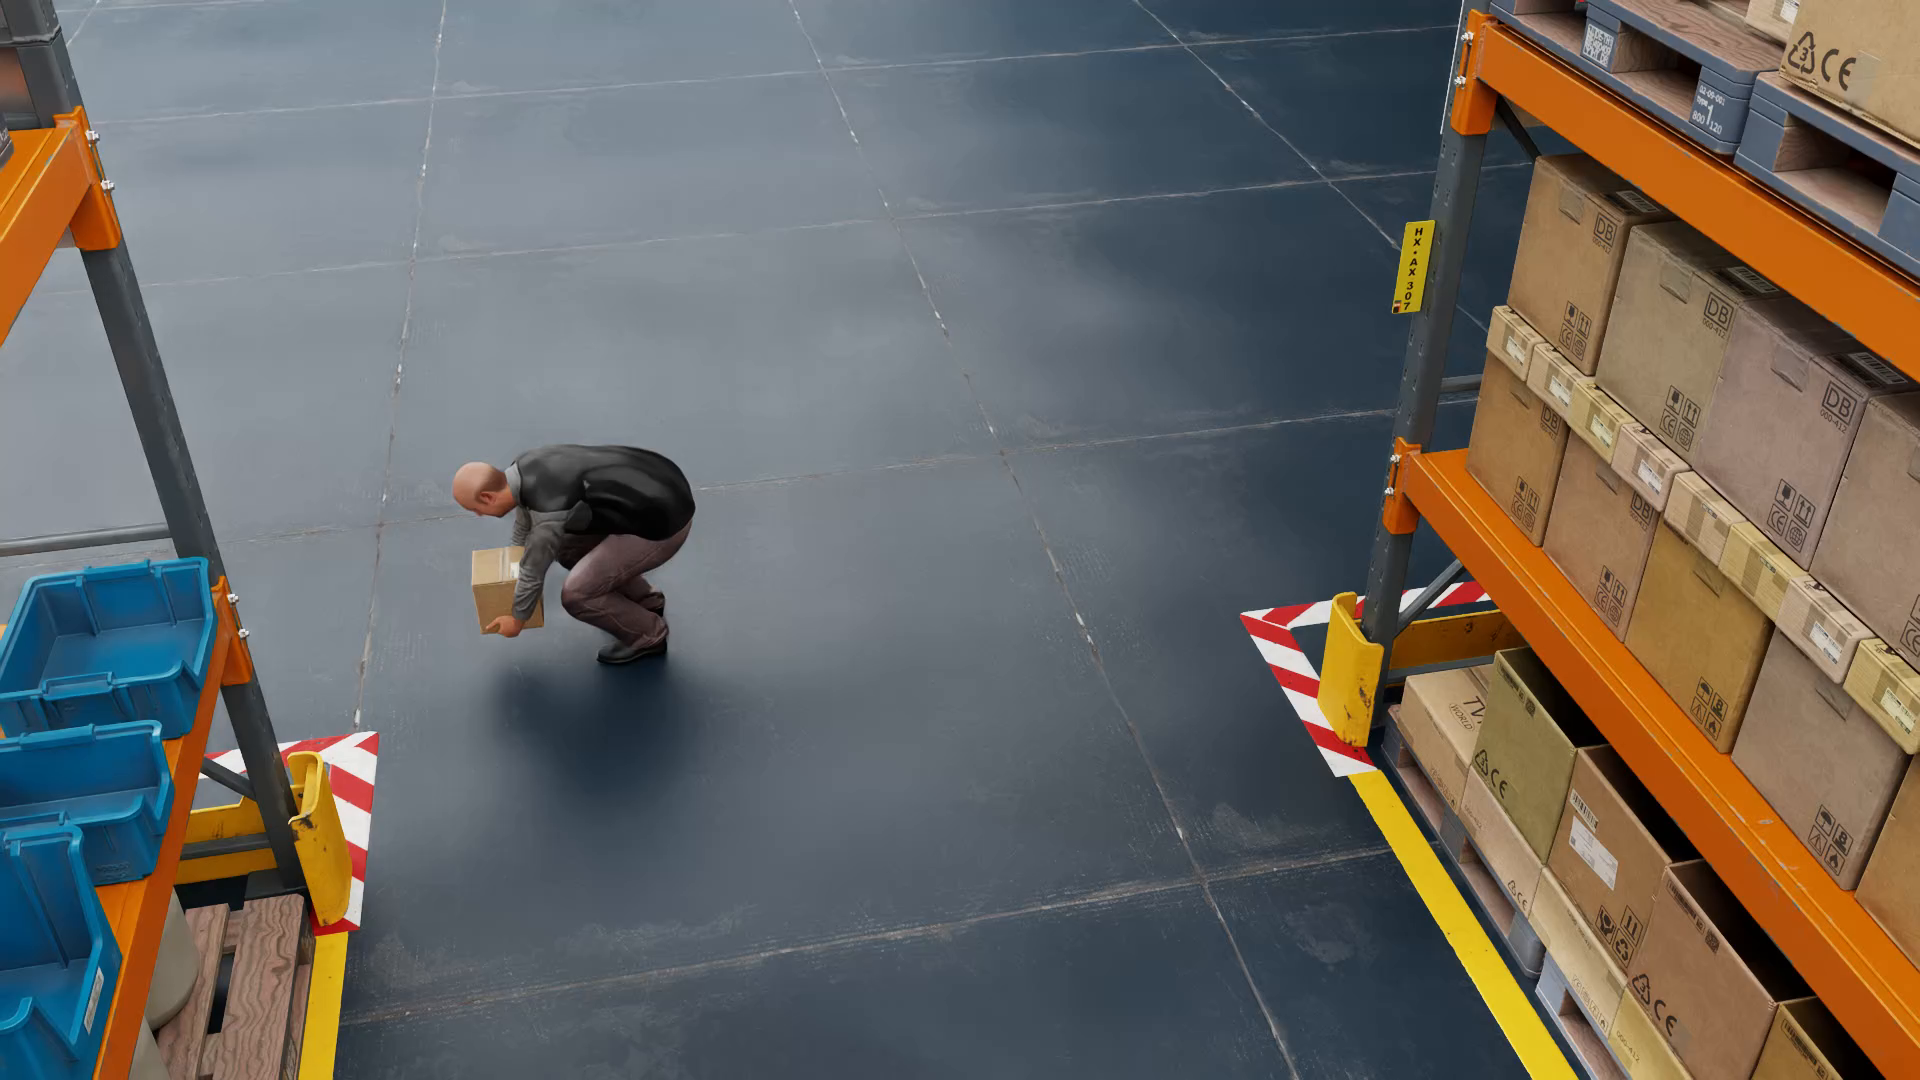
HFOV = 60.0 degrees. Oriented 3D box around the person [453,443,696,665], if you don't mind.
[{"bbox_3d":[-1.536,0.037,6.800,0.922,0.953,0.518,-8,35,-12],"label":"person"}]
